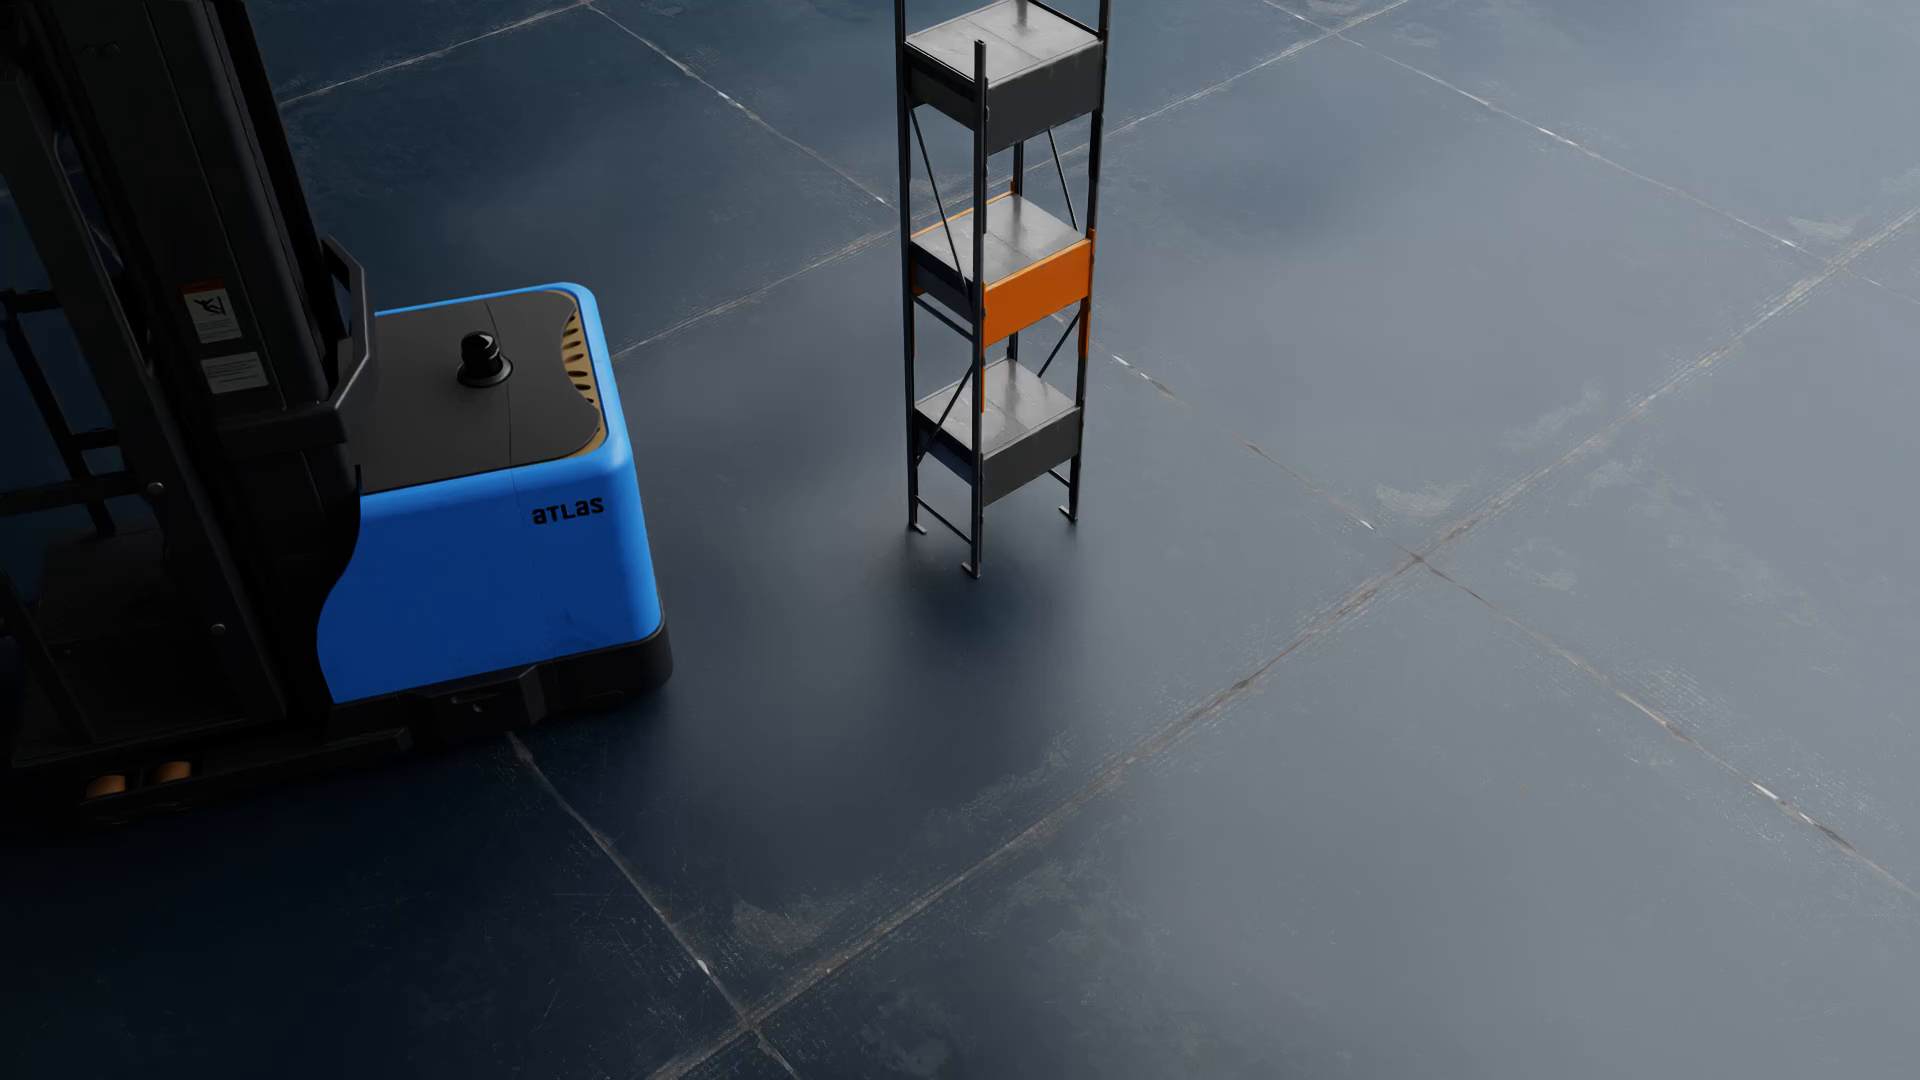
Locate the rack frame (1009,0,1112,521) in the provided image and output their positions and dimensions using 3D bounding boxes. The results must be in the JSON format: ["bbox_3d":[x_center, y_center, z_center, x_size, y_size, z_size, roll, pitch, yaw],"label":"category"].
[{"bbox_3d":[0.314,-0.945,5.723,0.015,2.100,0.400,-30,51,-28],"label":"rack frame"}]

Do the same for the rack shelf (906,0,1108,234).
[{"bbox_3d":[0.127,-1.338,5.139,0.480,0.518,0.431,-30,51,-28],"label":"rack shelf"}]

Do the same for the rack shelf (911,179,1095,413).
[{"bbox_3d":[0.127,-0.828,5.618,0.480,0.518,0.431,-30,51,-28],"label":"rack shelf"}]

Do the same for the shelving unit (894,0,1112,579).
[{"bbox_3d":[0.127,-0.838,5.609,0.503,2.100,0.431,-30,51,-28],"label":"shelving unit"}]

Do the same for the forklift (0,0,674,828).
[{"bbox_3d":[-2.553,-0.569,4.715,3.031,2.935,1.130,-12,44,-12],"label":"forklift"}]

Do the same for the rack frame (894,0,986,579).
[{"bbox_3d":[-0.060,-0.731,5.494,0.015,2.100,0.400,-30,51,-28],"label":"rack frame"}]

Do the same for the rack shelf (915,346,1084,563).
[{"bbox_3d":[0.127,-0.318,6.097,0.480,0.518,0.431,-30,51,-28],"label":"rack shelf"}]
